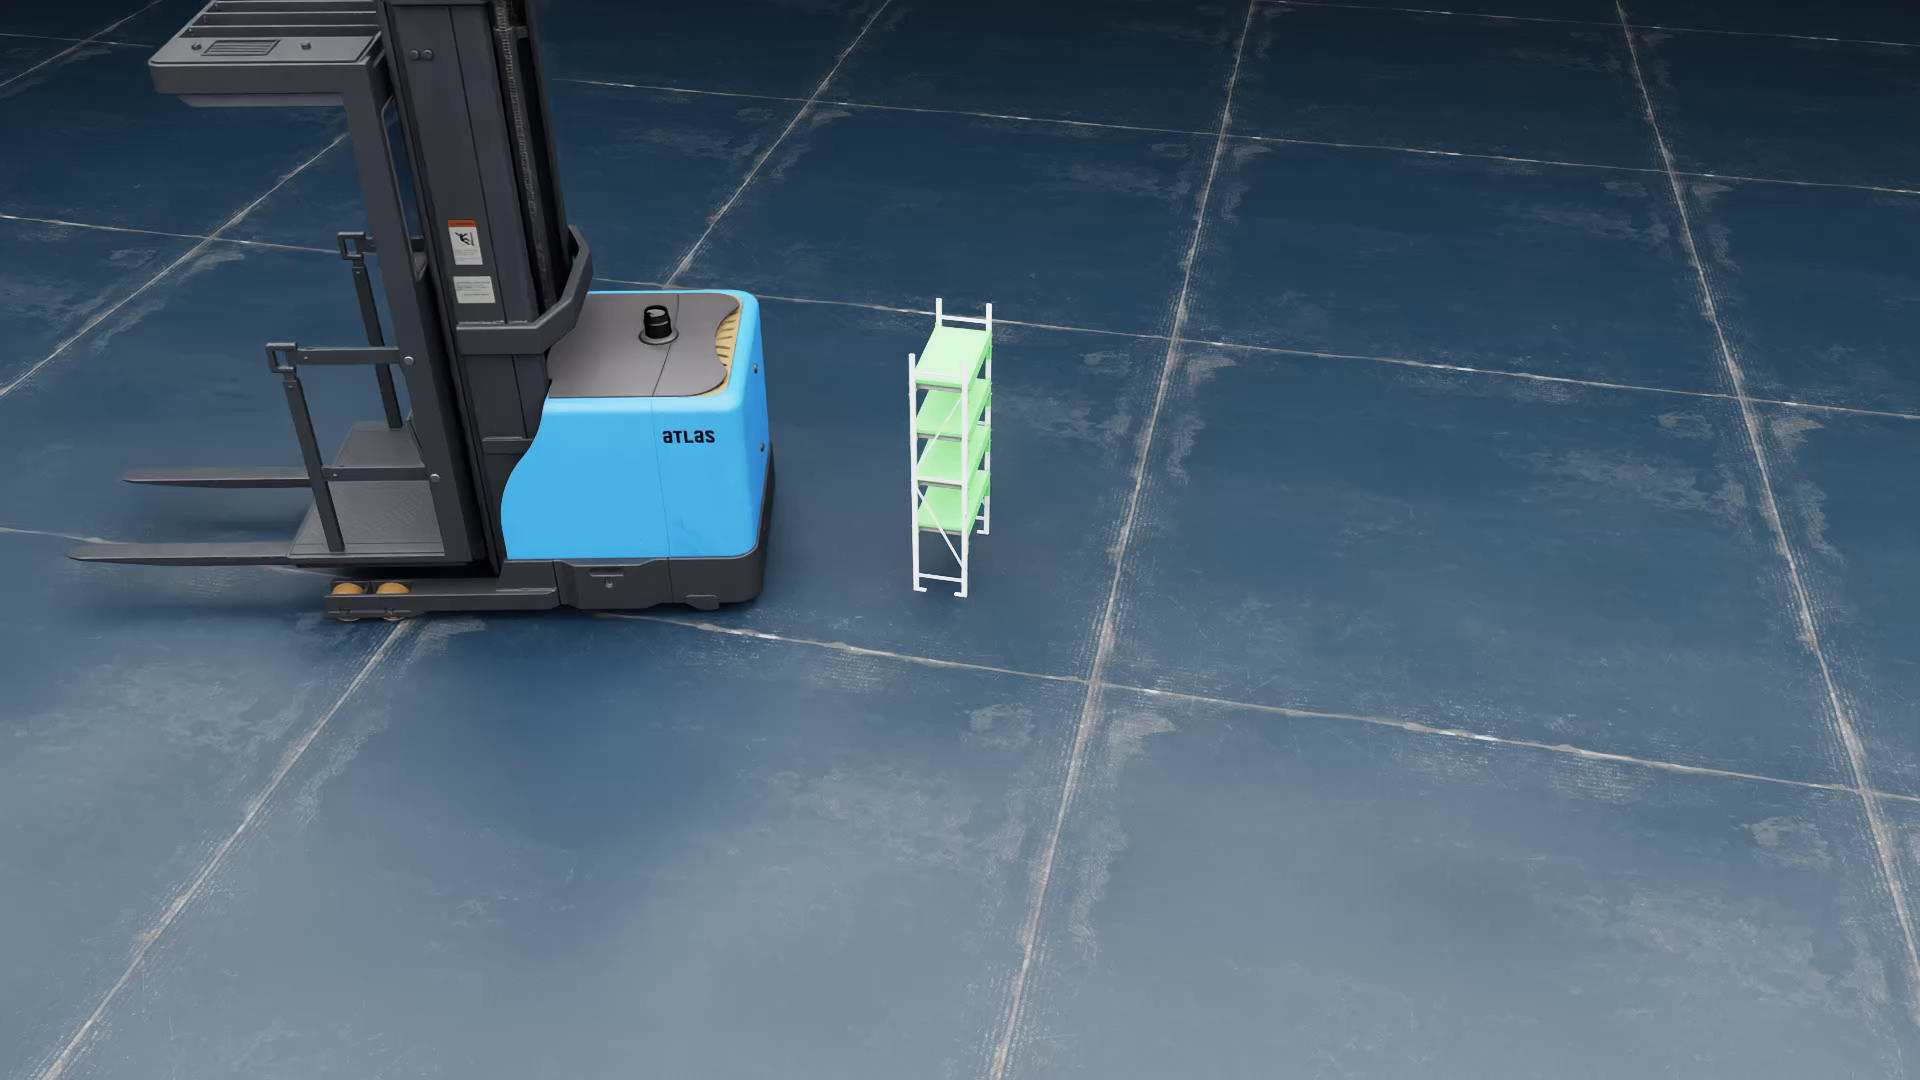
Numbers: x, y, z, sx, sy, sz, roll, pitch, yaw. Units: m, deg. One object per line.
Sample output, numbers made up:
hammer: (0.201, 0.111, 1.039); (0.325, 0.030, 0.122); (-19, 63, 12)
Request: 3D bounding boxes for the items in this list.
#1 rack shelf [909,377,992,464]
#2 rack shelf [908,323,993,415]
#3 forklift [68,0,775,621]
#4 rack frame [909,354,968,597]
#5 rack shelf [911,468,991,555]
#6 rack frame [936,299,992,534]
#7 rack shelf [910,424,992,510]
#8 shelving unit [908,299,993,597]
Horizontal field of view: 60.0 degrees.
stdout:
rack shelf: (-0.035, -0.534, 7.164); (0.258, 0.148, 0.480); (7, 37, 10)
rack shelf: (-0.035, -0.728, 7.023); (0.258, 0.148, 0.480); (7, 37, 10)
forklift: (-2.396, -1.147, 6.835); (3.031, 2.935, 1.130); (-1, 36, -1)
rack frame: (-0.087, -0.251, 7.074); (0.240, 1.200, 0.015); (7, 37, 10)
rack shelf: (-0.035, -0.145, 7.445); (0.258, 0.148, 0.480); (7, 37, 10)
rack frame: (0.017, -0.531, 7.460); (0.240, 1.200, 0.015); (7, 37, 10)
rack shelf: (-0.035, -0.339, 7.304); (0.258, 0.148, 0.480); (7, 37, 10)
shelving unit: (-0.035, -0.391, 7.267); (0.258, 1.200, 0.503); (7, 37, 10)
